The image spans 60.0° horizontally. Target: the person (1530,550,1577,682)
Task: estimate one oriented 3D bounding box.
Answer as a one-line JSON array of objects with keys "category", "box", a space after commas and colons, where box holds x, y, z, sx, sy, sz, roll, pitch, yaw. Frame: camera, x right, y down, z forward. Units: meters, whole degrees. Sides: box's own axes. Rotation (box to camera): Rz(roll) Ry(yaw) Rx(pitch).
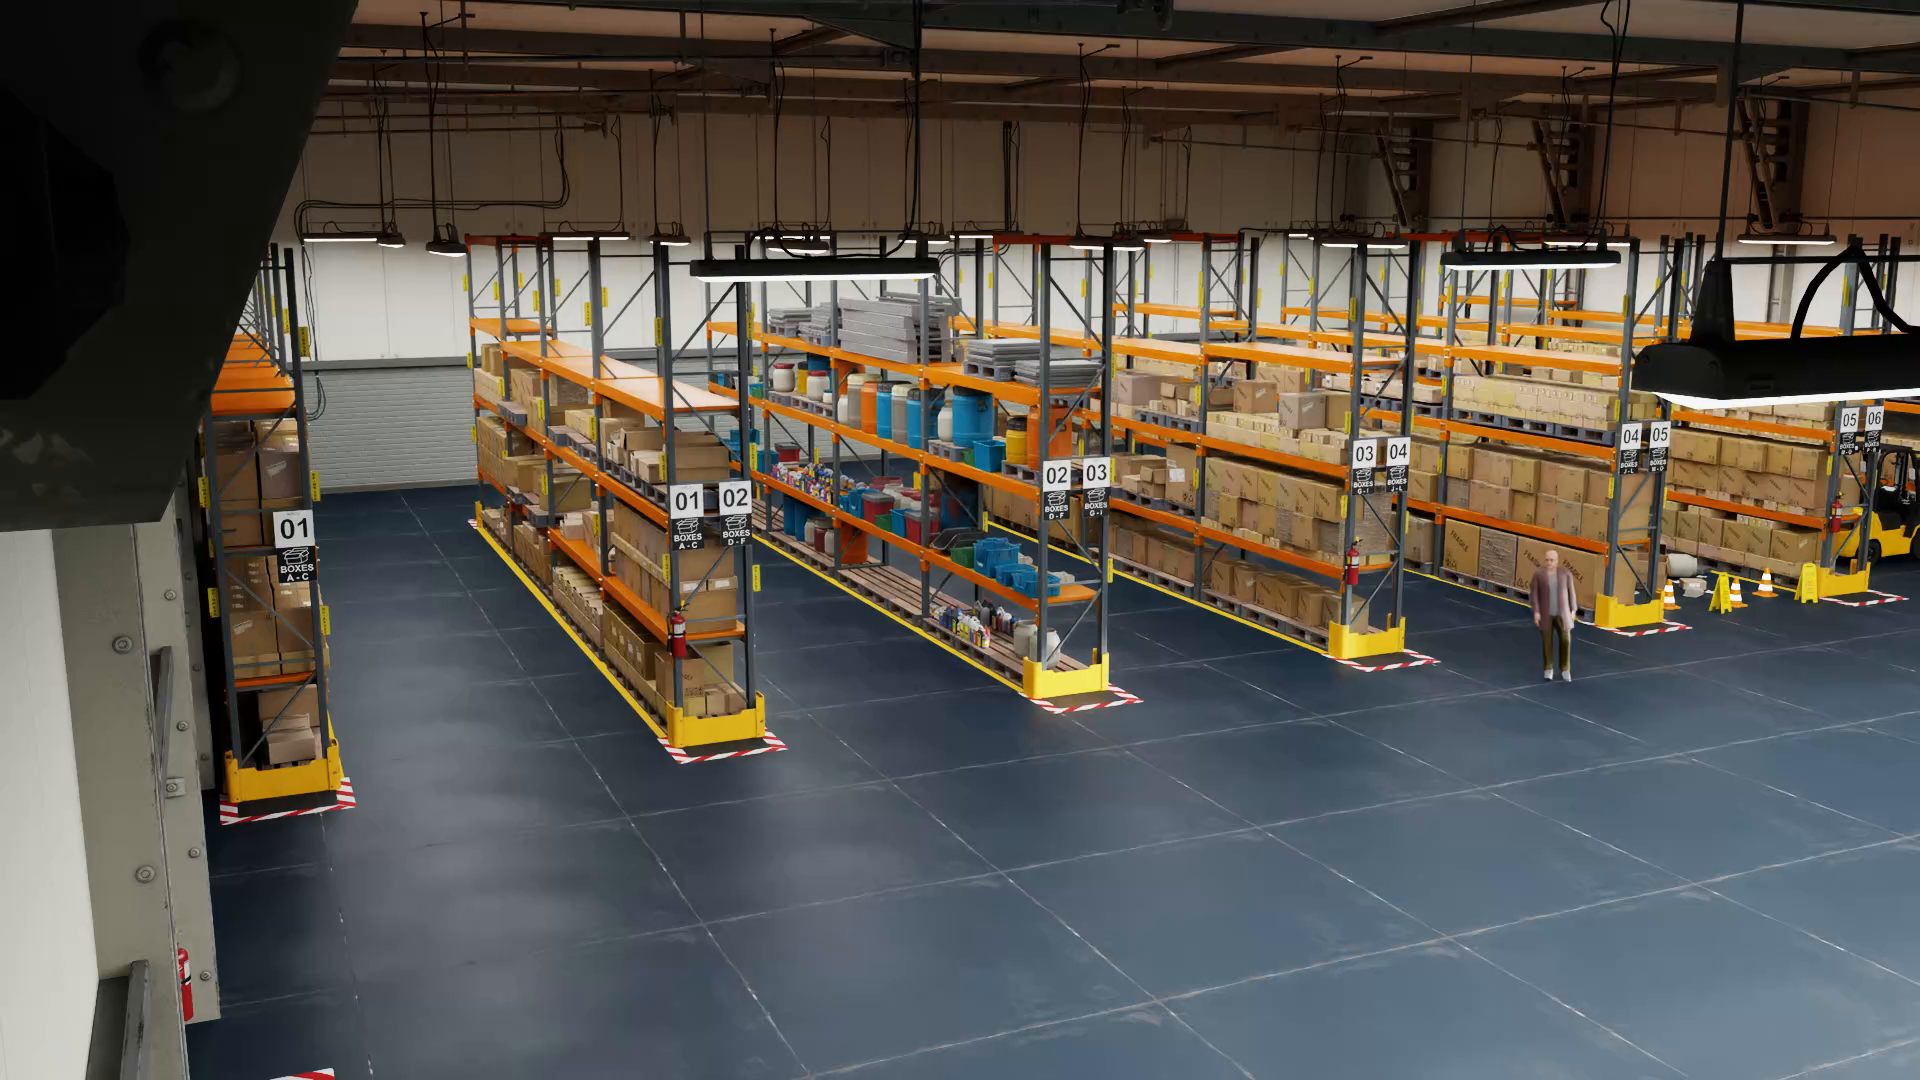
[{"category": "person", "box": [8.233, 1.052, 23.093, 0.637, 1.826, 0.406, 3, 11, 14]}]
